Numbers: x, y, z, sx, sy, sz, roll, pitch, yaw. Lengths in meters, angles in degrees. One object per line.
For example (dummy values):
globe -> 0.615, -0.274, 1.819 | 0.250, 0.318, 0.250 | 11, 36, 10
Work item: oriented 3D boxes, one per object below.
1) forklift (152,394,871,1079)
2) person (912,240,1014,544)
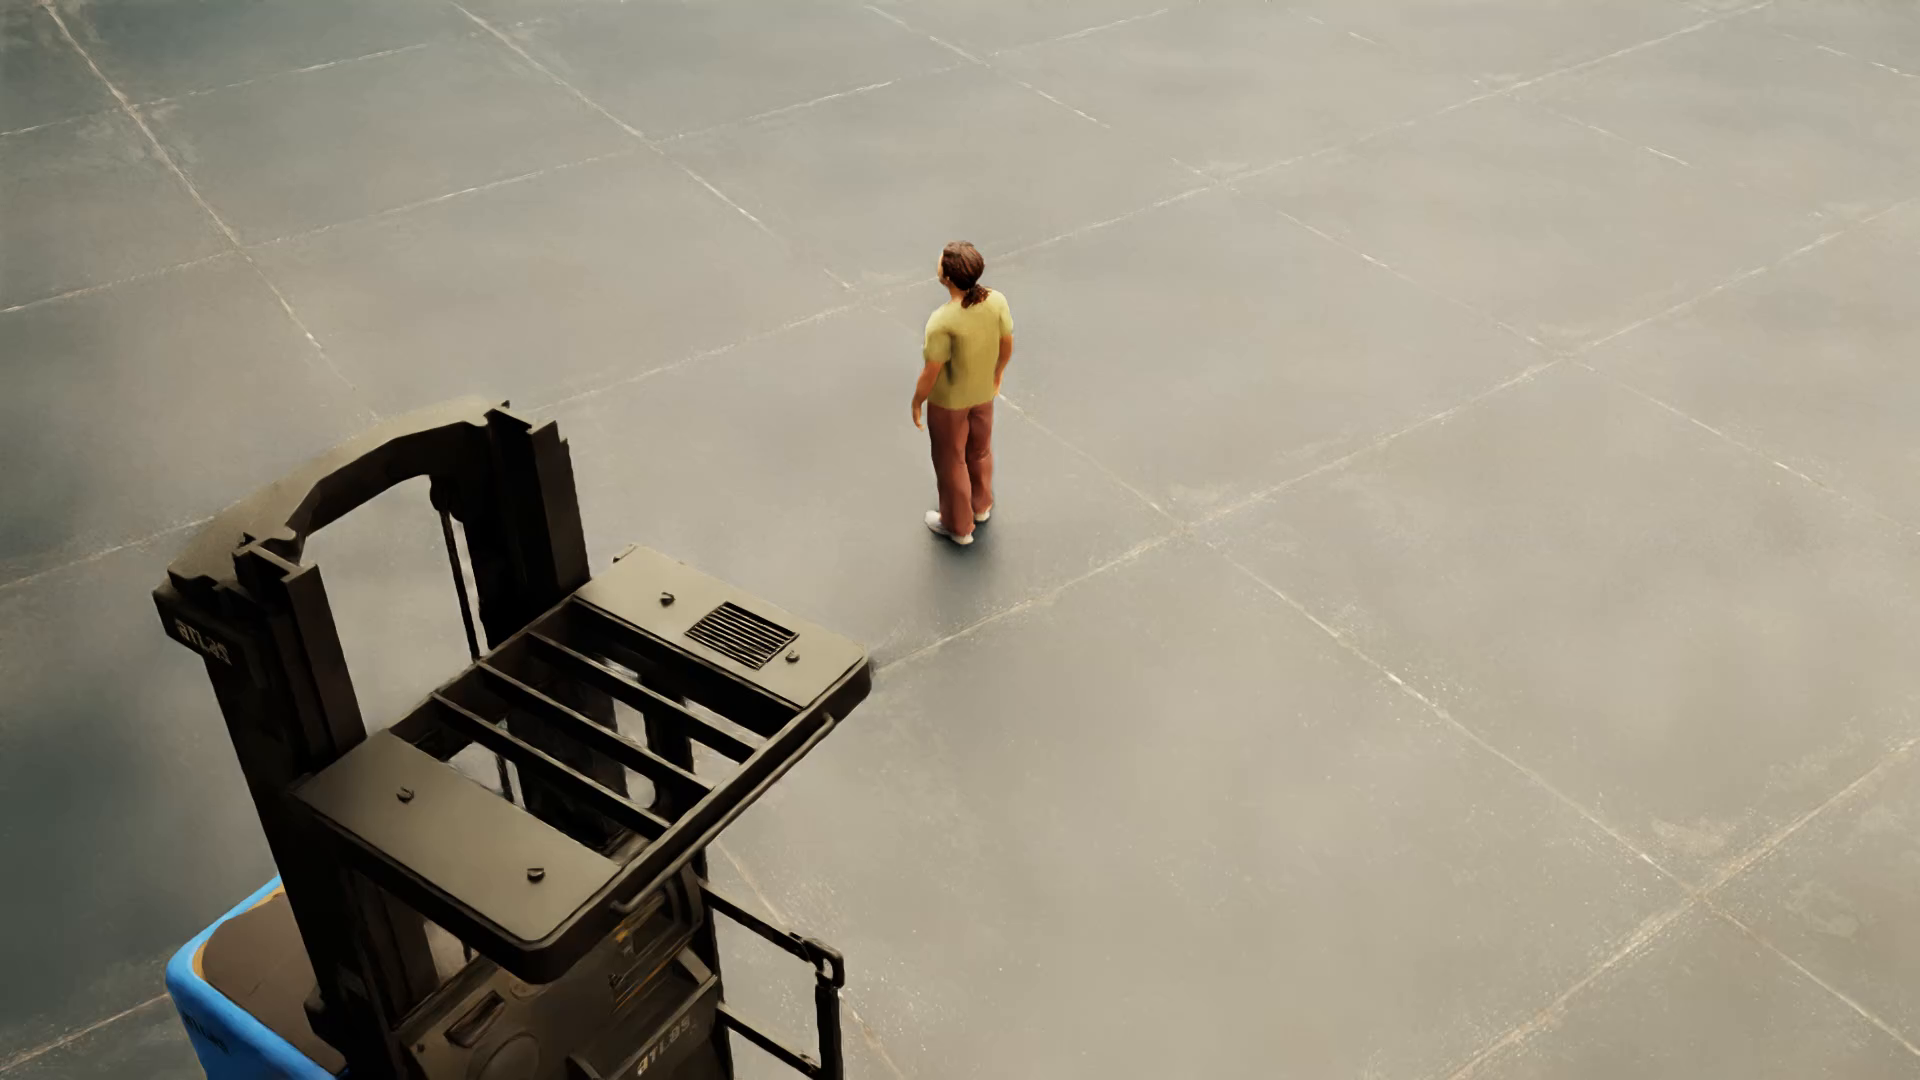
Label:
forklift -> -0.877, 1.194, 4.329 | 3.031, 2.935, 1.130 | 22, 42, 27
person -> -0.034, -0.719, 7.961 | 0.554, 1.674, 0.548 | -23, 42, -28
